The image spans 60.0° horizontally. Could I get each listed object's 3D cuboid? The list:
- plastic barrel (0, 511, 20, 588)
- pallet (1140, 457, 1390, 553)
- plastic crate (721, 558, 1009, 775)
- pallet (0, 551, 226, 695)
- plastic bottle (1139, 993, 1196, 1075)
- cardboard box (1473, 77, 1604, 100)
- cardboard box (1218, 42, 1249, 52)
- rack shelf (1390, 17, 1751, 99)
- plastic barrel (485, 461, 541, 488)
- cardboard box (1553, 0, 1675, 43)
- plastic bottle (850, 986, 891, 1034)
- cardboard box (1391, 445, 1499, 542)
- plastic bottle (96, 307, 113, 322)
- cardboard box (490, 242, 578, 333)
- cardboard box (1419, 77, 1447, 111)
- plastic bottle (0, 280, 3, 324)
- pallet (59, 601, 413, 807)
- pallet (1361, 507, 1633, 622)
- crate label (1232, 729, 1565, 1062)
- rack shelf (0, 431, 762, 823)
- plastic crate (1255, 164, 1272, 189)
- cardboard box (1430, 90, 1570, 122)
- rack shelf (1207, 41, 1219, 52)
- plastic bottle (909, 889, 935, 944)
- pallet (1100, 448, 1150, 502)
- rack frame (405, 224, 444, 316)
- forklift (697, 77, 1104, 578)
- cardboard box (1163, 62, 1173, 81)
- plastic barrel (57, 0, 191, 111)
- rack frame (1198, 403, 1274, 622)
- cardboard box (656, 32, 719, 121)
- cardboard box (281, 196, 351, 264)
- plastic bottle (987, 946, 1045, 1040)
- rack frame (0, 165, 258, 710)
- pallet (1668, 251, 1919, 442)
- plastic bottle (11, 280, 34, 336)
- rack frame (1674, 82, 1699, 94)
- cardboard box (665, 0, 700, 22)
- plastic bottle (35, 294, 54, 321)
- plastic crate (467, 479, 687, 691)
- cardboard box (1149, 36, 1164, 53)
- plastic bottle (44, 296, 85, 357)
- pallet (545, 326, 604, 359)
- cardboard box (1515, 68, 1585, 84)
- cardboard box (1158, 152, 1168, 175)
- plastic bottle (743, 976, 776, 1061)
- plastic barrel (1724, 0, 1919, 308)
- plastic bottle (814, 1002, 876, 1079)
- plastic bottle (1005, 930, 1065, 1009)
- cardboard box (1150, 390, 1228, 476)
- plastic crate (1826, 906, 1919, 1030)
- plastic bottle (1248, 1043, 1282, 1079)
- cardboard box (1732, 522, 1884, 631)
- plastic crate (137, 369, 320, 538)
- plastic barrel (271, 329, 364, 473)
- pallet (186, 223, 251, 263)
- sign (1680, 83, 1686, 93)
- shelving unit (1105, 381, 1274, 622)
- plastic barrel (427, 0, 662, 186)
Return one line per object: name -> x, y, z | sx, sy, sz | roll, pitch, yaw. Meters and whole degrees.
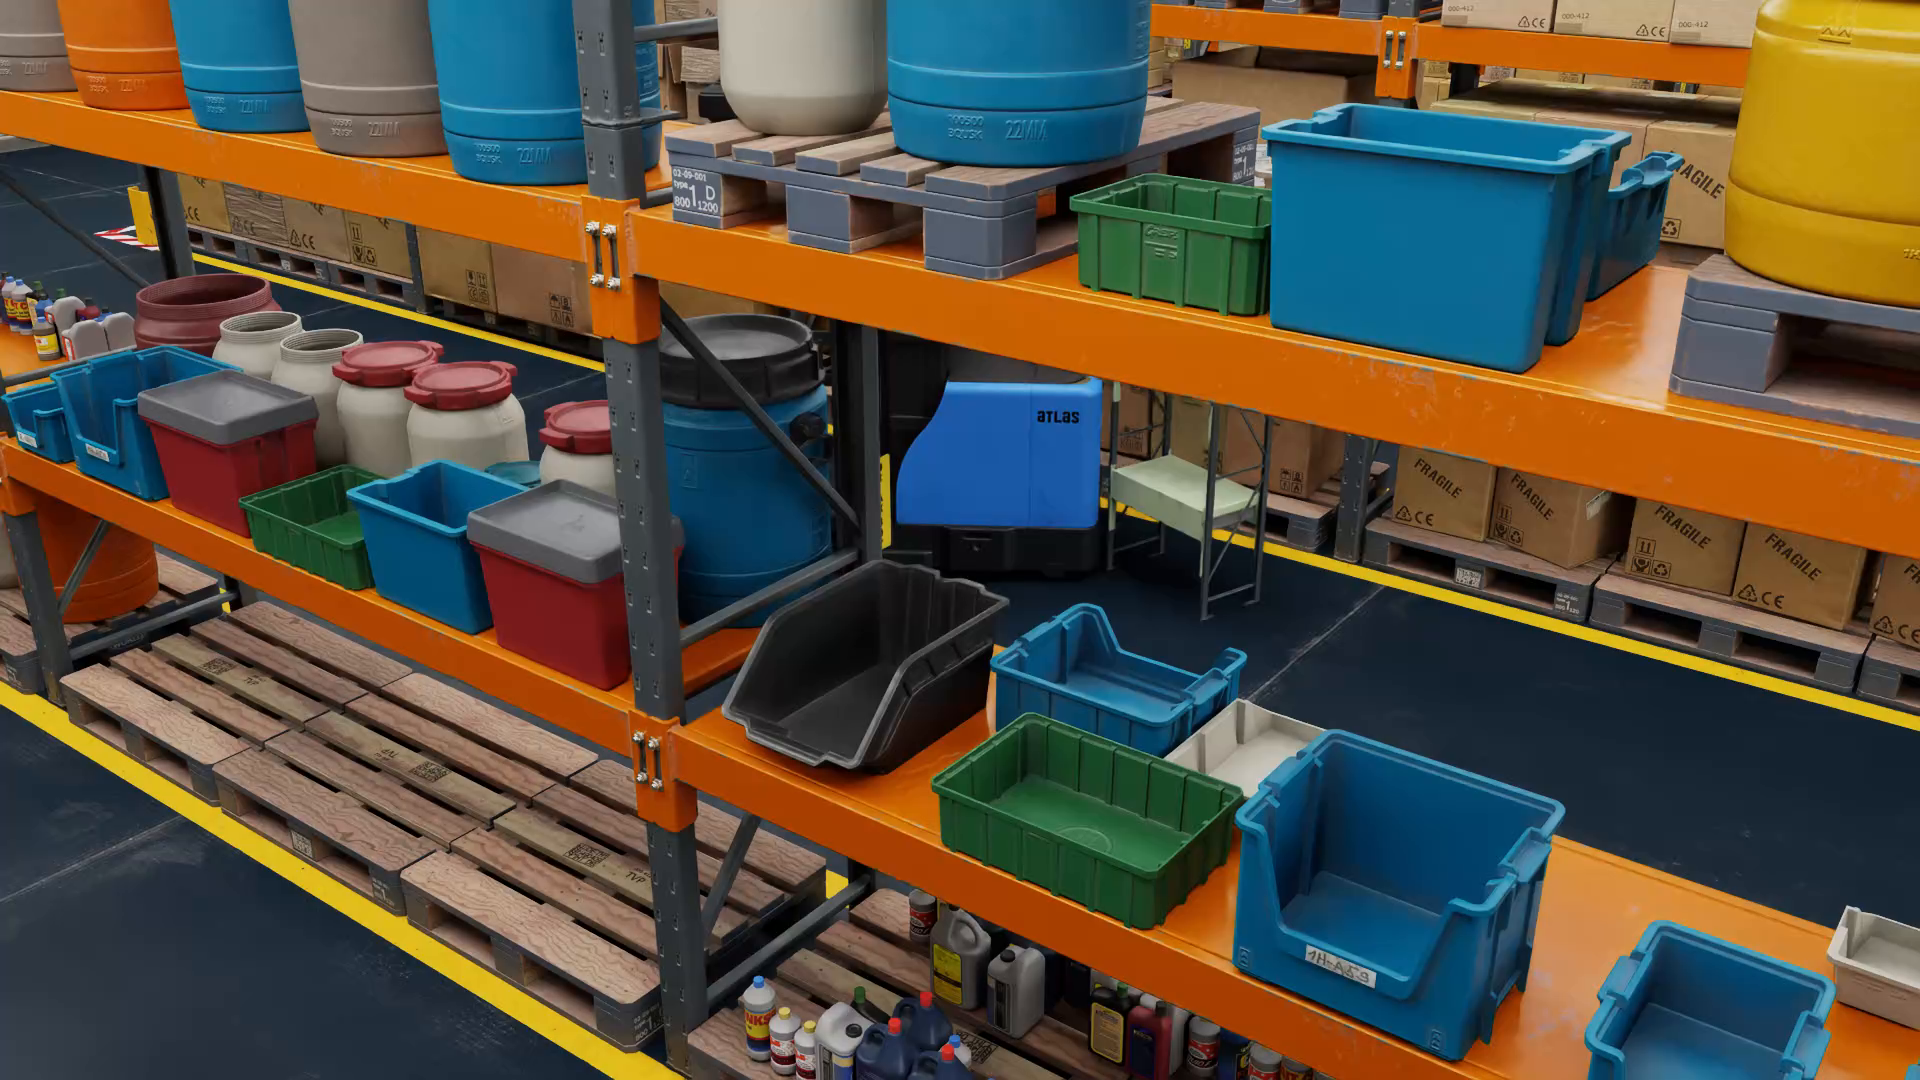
plastic barrel -> -4.709, -0.057, 8.224 | 0.421, 0.512, 0.421 | 0, 24, 0
pallet -> 1.746, -0.326, 9.727 | 1.213, 0.211, 1.003 | 17, 29, 33
plastic crate -> -0.258, 0.380, 4.744 | 0.504, 0.338, 0.767 | 17, 29, 33
pallet -> -4.457, 0.316, 8.271 | 1.213, 0.211, 1.003 | 17, 29, 33
plastic bottle -> 0.627, 1.457, 5.055 | 0.135, 0.276, 0.152 | 17, 29, 34
cardboard box -> 2.895, -2.033, 8.411 | 0.500, 0.500, 0.500 | 17, 29, 33
cardboard box -> 2.578, -4.348, 14.035 | 0.500, 0.500, 0.700 | 17, 29, 33
rack shelf -> 3.970, -1.974, 7.181 | 4.000, 0.370, 1.077 | 17, 29, 33
plastic barrel -> -1.568, -0.122, 5.978 | 0.301, 0.262, 0.301 | 0, 24, 0
cardboard box -> 3.003, -2.400, 7.443 | 0.500, 0.250, 0.500 | 17, 29, 33
plastic bottle -> -0.270, 1.479, 4.996 | 0.133, 0.283, 0.061 | 17, 29, 33
cardboard box -> 2.666, -0.352, 8.909 | 0.500, 0.500, 0.500 | 16, 28, 32
plastic bottle -> -4.030, -0.970, 7.891 | 0.097, 0.271, 0.097 | 0, 24, 0
cardboard box -> -2.792, -2.204, 12.647 | 0.875, 0.875, 1.225 | 16, 28, 32
cardboard box -> 3.631, -3.442, 13.217 | 0.500, 0.500, 0.500 | 16, 29, 33
plastic bottle -> -4.954, -1.249, 8.525 | 0.097, 0.271, 0.097 | 0, 24, 0
pallet -> -3.205, 0.693, 7.416 | 1.213, 0.211, 1.003 | 17, 29, 33
pallet -> 2.928, 0.013, 8.958 | 1.213, 0.211, 1.003 | 17, 29, 33
crate label -> 0.965, 0.777, 3.721 | 0.616, 0.435, 0.502 | 17, 29, 33
rack shelf -> -2.201, 0.030, 6.354 | 4.000, 0.370, 1.077 | 17, 29, 33
plastic crate -> 0.926, -0.810, 3.975 | 0.396, 0.136, 0.243 | 17, 29, 33
cardboard box -> 2.577, -1.862, 8.024 | 0.500, 0.500, 0.500 | 17, 29, 33
rack shelf -> 3.512, -5.733, 19.433 | 4.000, 0.370, 1.077 | 17, 29, 33
plastic bottle -> -0.124, 1.251, 5.616 | 0.097, 0.201, 0.097 | 0, 24, 0
pallet -> 0.765, -0.620, 10.396 | 1.213, 0.211, 1.003 | 17, 29, 33
rack frame -> -4.032, -3.348, 13.129 | 0.127, 3.000, 1.000 | 17, 29, 33
forklift -> -0.748, -1.363, 8.708 | 3.031, 2.935, 1.130 | 2, 24, 4
cardboard box -> 1.988, -4.207, 14.870 | 0.250, 0.149, 0.380 | 16, 29, 33
plastic barrel -> -2.751, -1.925, 5.647 | 0.708, 0.830, 0.600 | 17, 29, 33
rack frame -> 1.365, -0.327, 8.133 | 0.400, 1.500, 0.023 | -16, 28, -32
cardboard box -> -1.926, -3.226, 11.484 | 0.637, 0.503, 0.797 | 18, 29, 34
cardboard box -> -5.232, -2.971, 14.388 | 0.875, 0.875, 0.875 | 17, 29, 33
plastic bottle -> 0.172, 1.392, 5.202 | 0.135, 0.276, 0.152 | 17, 29, 33
rack frame -> -3.802, -0.783, 7.307 | 0.127, 3.000, 1.000 | 17, 29, 33
pallet -> 1.997, -0.366, 2.875 | 1.213, 0.211, 1.003 | 17, 29, 33
plastic bottle -> -4.692, -1.170, 8.345 | 0.097, 0.271, 0.097 | 0, 24, 0
rack frame -> 5.425, -2.990, 12.315 | 0.127, 3.000, 1.000 | 17, 29, 33
cardboard box -> -2.744, -5.511, 17.544 | 0.500, 0.500, 0.500 | 16, 28, 32
plastic bottle -> -4.437, -1.062, 8.100 | 0.097, 0.271, 0.097 | 0, 24, 0
plastic crate -> -1.172, 0.137, 5.140 | 0.583, 0.464, 0.402 | 17, 29, 33
cardboard box -> 1.557, -4.277, 14.290 | 0.250, 0.149, 0.380 | 16, 28, 31
plastic bottle -> -4.324, -1.047, 8.060 | 0.135, 0.276, 0.152 | 17, 29, 33
pallet -> -2.389, -1.615, 12.654 | 1.213, 0.211, 1.003 | 17, 29, 33
cardboard box -> 4.612, -3.735, 12.642 | 0.500, 0.500, 0.700 | 16, 29, 32
cardboard box -> 0.927, -2.043, 9.517 | 0.637, 0.503, 0.797 | 20, 31, 38
plastic bottle -> -0.609, 1.450, 5.077 | 0.097, 0.271, 0.097 | 0, 24, 0
plastic barrel -> 1.612, -0.734, 2.722 | 0.600, 0.588, 0.600 | 0, 24, 0
plastic bottle -> -0.334, 1.517, 4.919 | 0.135, 0.276, 0.152 | 18, 30, 35
plastic bottle -> 0.241, 1.304, 5.309 | 0.185, 0.351, 0.144 | 15, 28, 31
cardboard box -> 1.521, -0.748, 9.782 | 0.500, 0.500, 0.700 | 17, 29, 33
plastic crate -> 2.077, 0.952, 3.696 | 0.250, 0.136, 0.298 | 17, 29, 33
plastic bottle -> 0.903, 1.561, 4.913 | 0.097, 0.201, 0.097 | 0, 24, 0
cardboard box -> 4.092, 0.058, 7.978 | 0.500, 0.500, 0.500 | 20, 31, 38
plastic crate -> -2.692, -0.323, 6.183 | 0.583, 0.464, 0.402 | 17, 29, 33
plastic barrel -> -2.513, -0.553, 6.645 | 0.421, 0.512, 0.421 | 0, 24, 0
pallet -> -6.546, -2.871, 15.505 | 1.213, 0.211, 1.003 | 17, 29, 33
sign -> 5.108, -3.306, 11.695 | 0.005, 0.325, 0.100 | 17, 29, 33
shelving unit -> 1.155, -0.448, 8.407 | 0.431, 1.500, 0.755 | -16, 28, -32
plastic barrel -> -1.138, -1.471, 4.526 | 0.708, 0.901, 0.600 | 17, 29, 33
